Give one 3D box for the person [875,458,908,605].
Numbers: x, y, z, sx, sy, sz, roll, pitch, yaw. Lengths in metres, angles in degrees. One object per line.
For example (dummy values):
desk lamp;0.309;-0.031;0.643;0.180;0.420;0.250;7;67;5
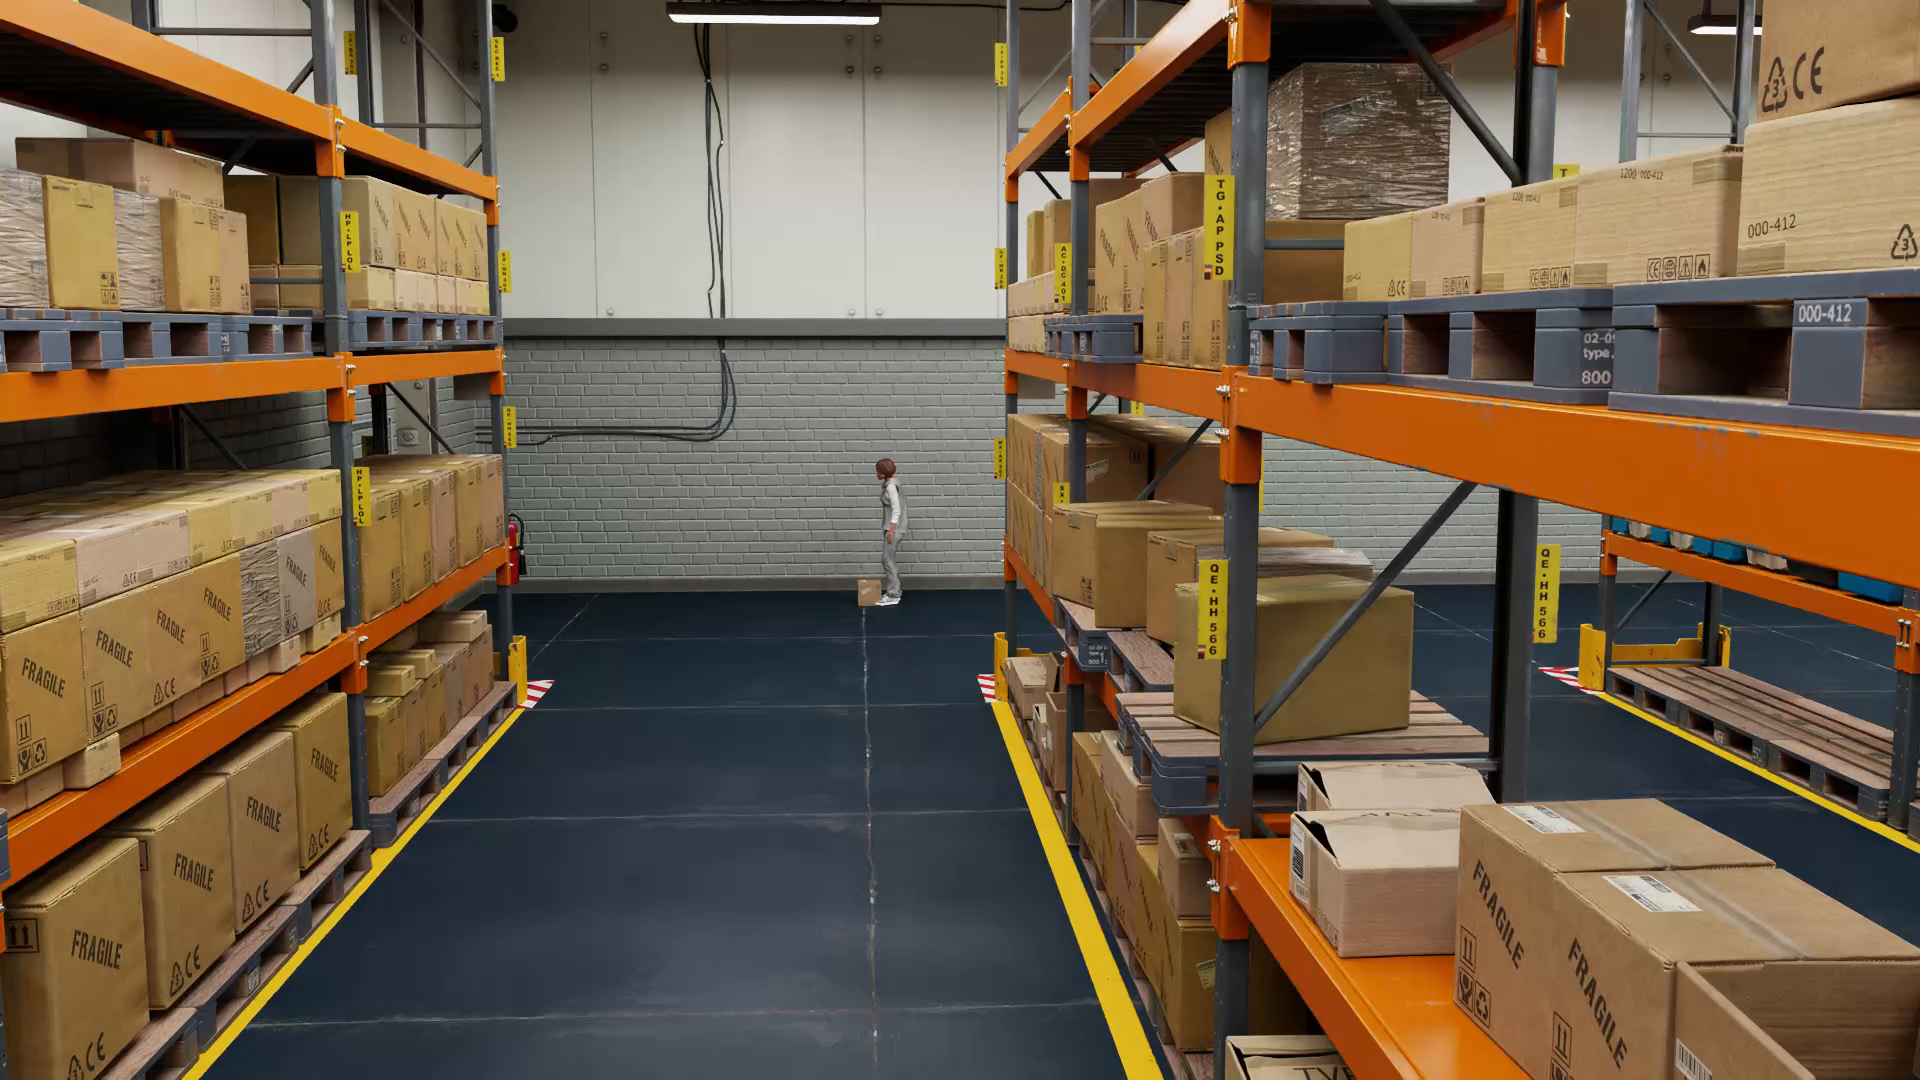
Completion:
person;-0.761;-0.089;18.063;0.374;1.582;0.485;-1;7;-7
